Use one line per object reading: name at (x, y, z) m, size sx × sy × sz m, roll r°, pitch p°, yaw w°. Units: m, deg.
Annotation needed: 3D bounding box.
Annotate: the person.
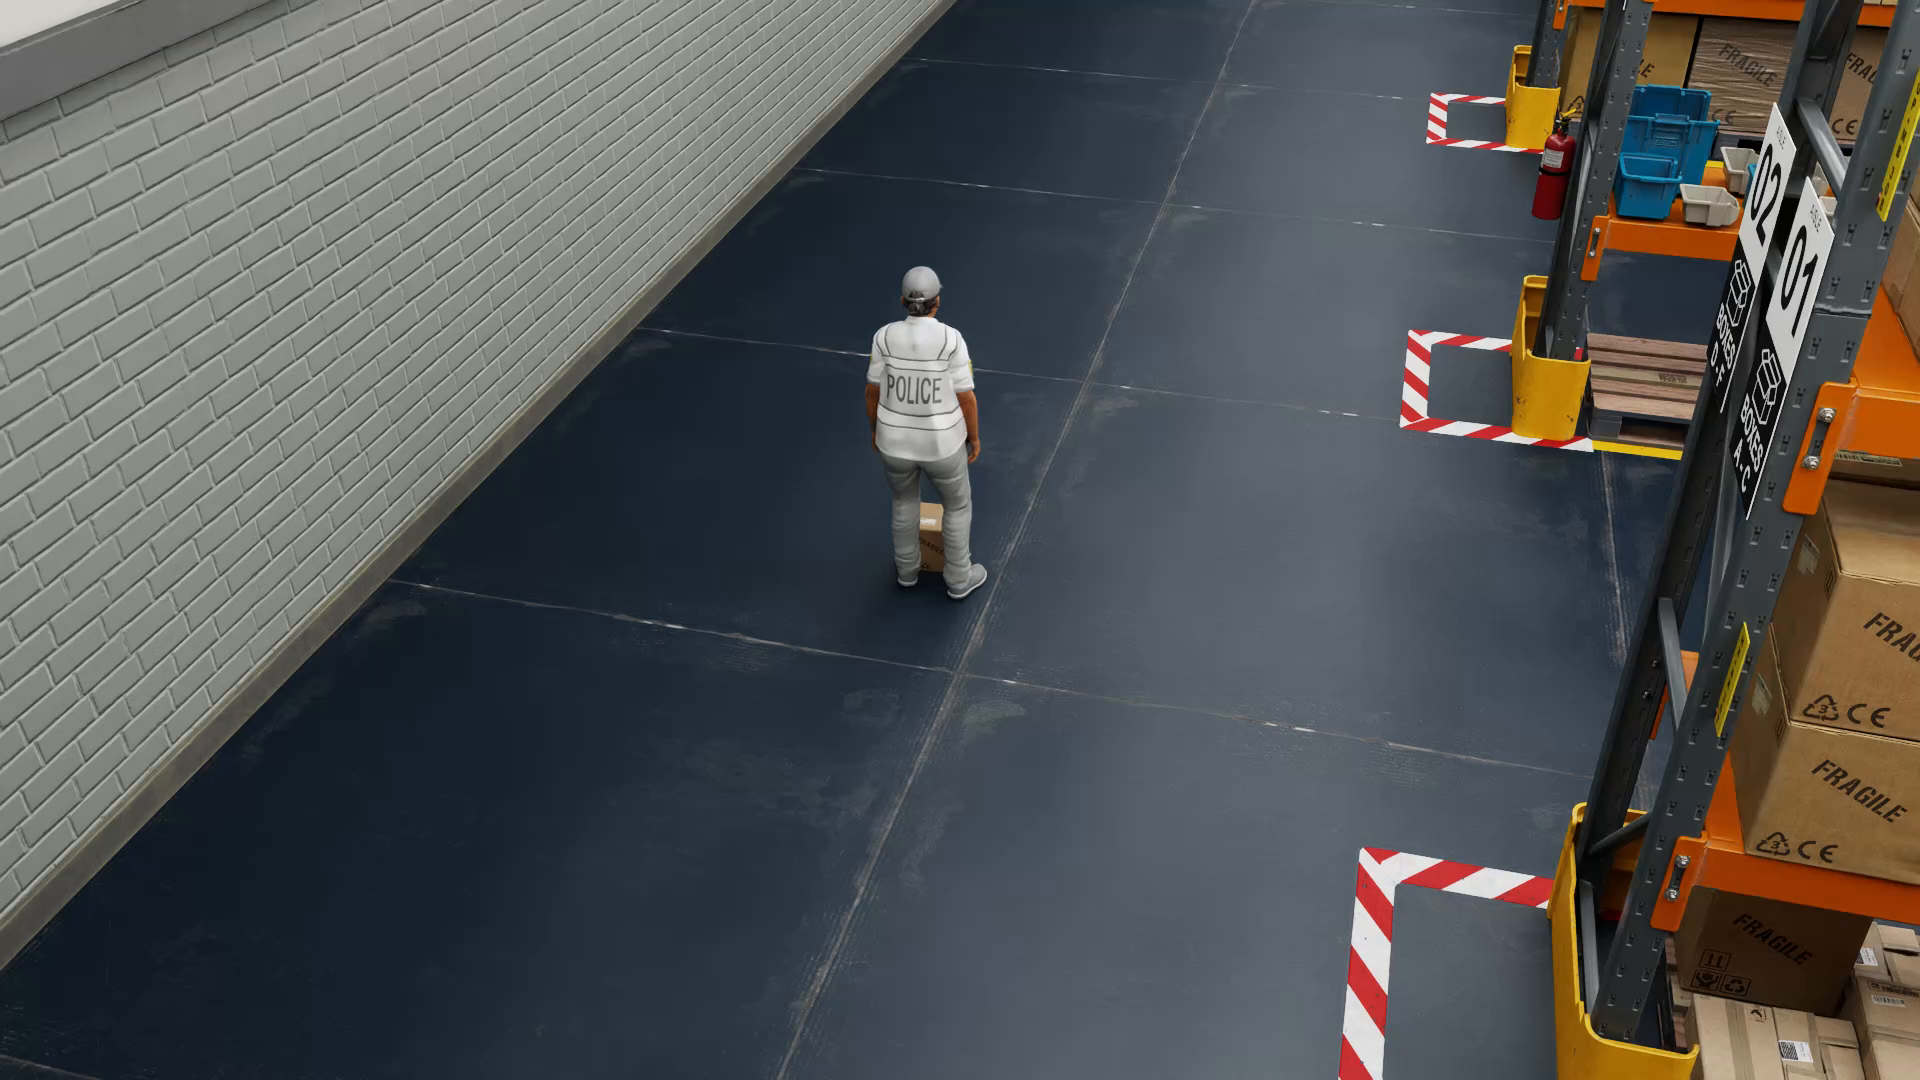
person at (-0.158, -0.489, 7.884) m, size 0.558 × 1.667 × 0.467 m, roll 7°, pitch 34°, yaw 11°
